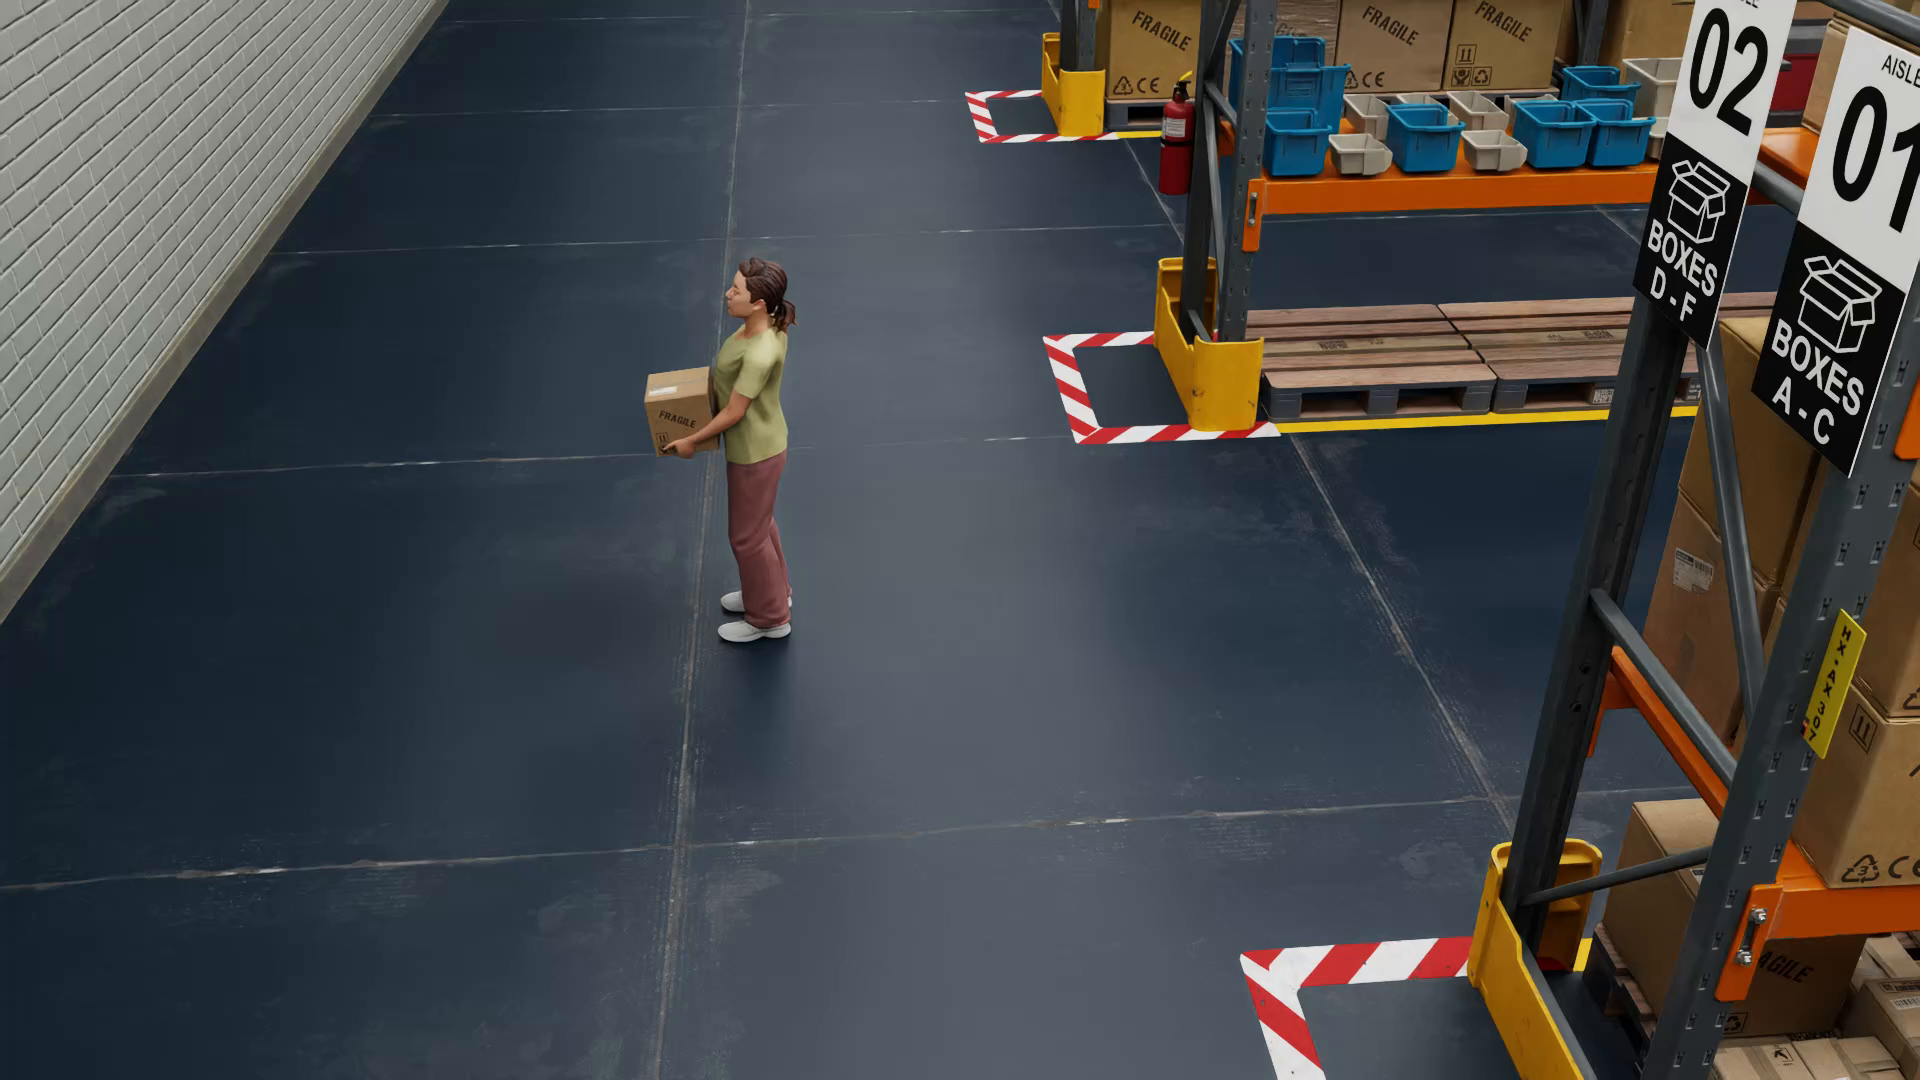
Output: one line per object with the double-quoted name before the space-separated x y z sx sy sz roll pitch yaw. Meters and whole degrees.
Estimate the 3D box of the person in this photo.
"person" -0.903 -0.355 6.731 0.559 1.662 0.428 -3 31 -4
